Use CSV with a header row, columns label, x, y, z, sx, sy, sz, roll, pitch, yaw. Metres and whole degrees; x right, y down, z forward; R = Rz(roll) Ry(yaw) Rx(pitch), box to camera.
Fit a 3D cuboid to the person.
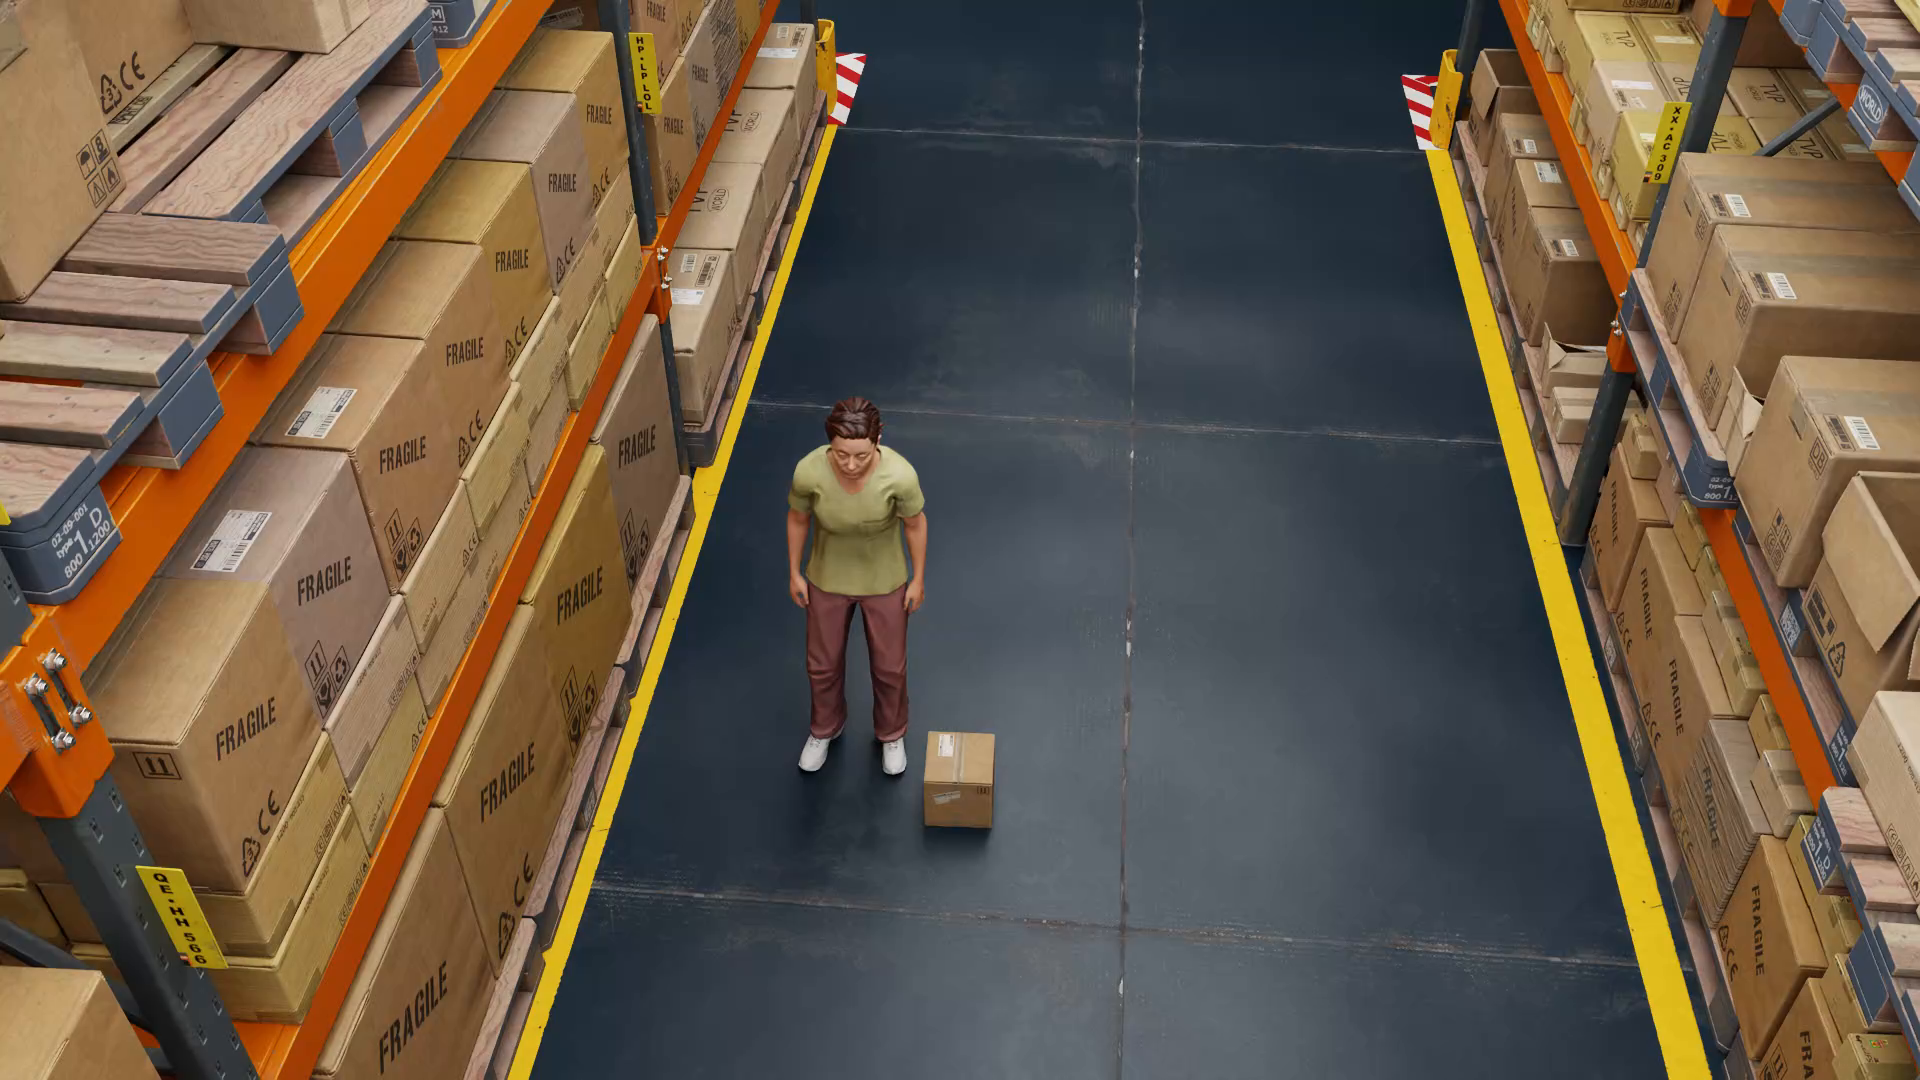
label,x,y,z,sx,sy,sz,roll,pitch,yaw
person,-0.367,0.161,5.966,0.498,1.673,0.354,2,40,2
